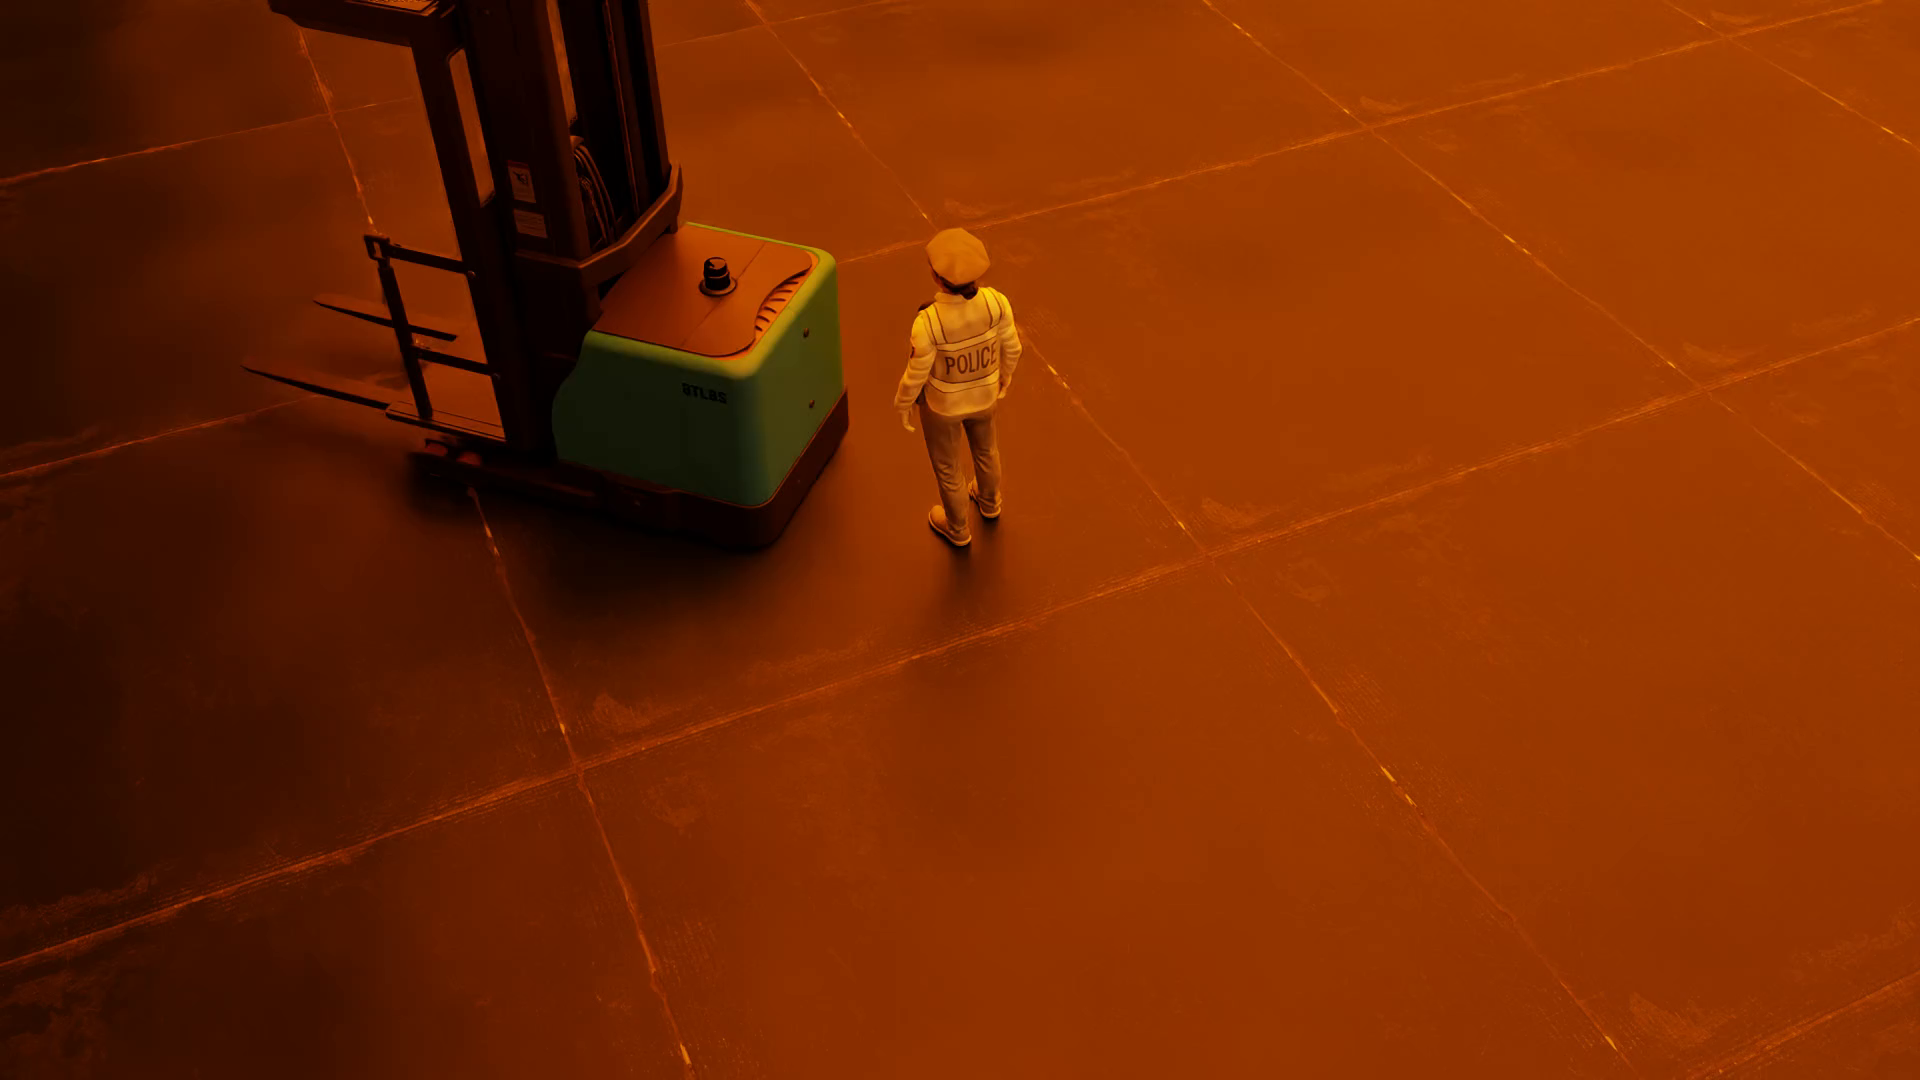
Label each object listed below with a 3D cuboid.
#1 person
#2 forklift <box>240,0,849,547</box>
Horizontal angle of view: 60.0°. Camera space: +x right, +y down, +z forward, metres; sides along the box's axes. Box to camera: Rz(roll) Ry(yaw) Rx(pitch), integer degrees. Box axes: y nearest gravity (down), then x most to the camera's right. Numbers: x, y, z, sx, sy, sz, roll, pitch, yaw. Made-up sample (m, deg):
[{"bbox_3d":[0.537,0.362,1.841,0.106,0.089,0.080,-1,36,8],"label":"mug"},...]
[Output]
[{"bbox_3d":[-0.029,-0.671,7.297,0.595,1.692,0.517,-18,46,-18],"label":"person"},{"bbox_3d":[-2.129,-1.659,7.458,3.031,2.935,1.130,14,45,15],"label":"forklift"}]
